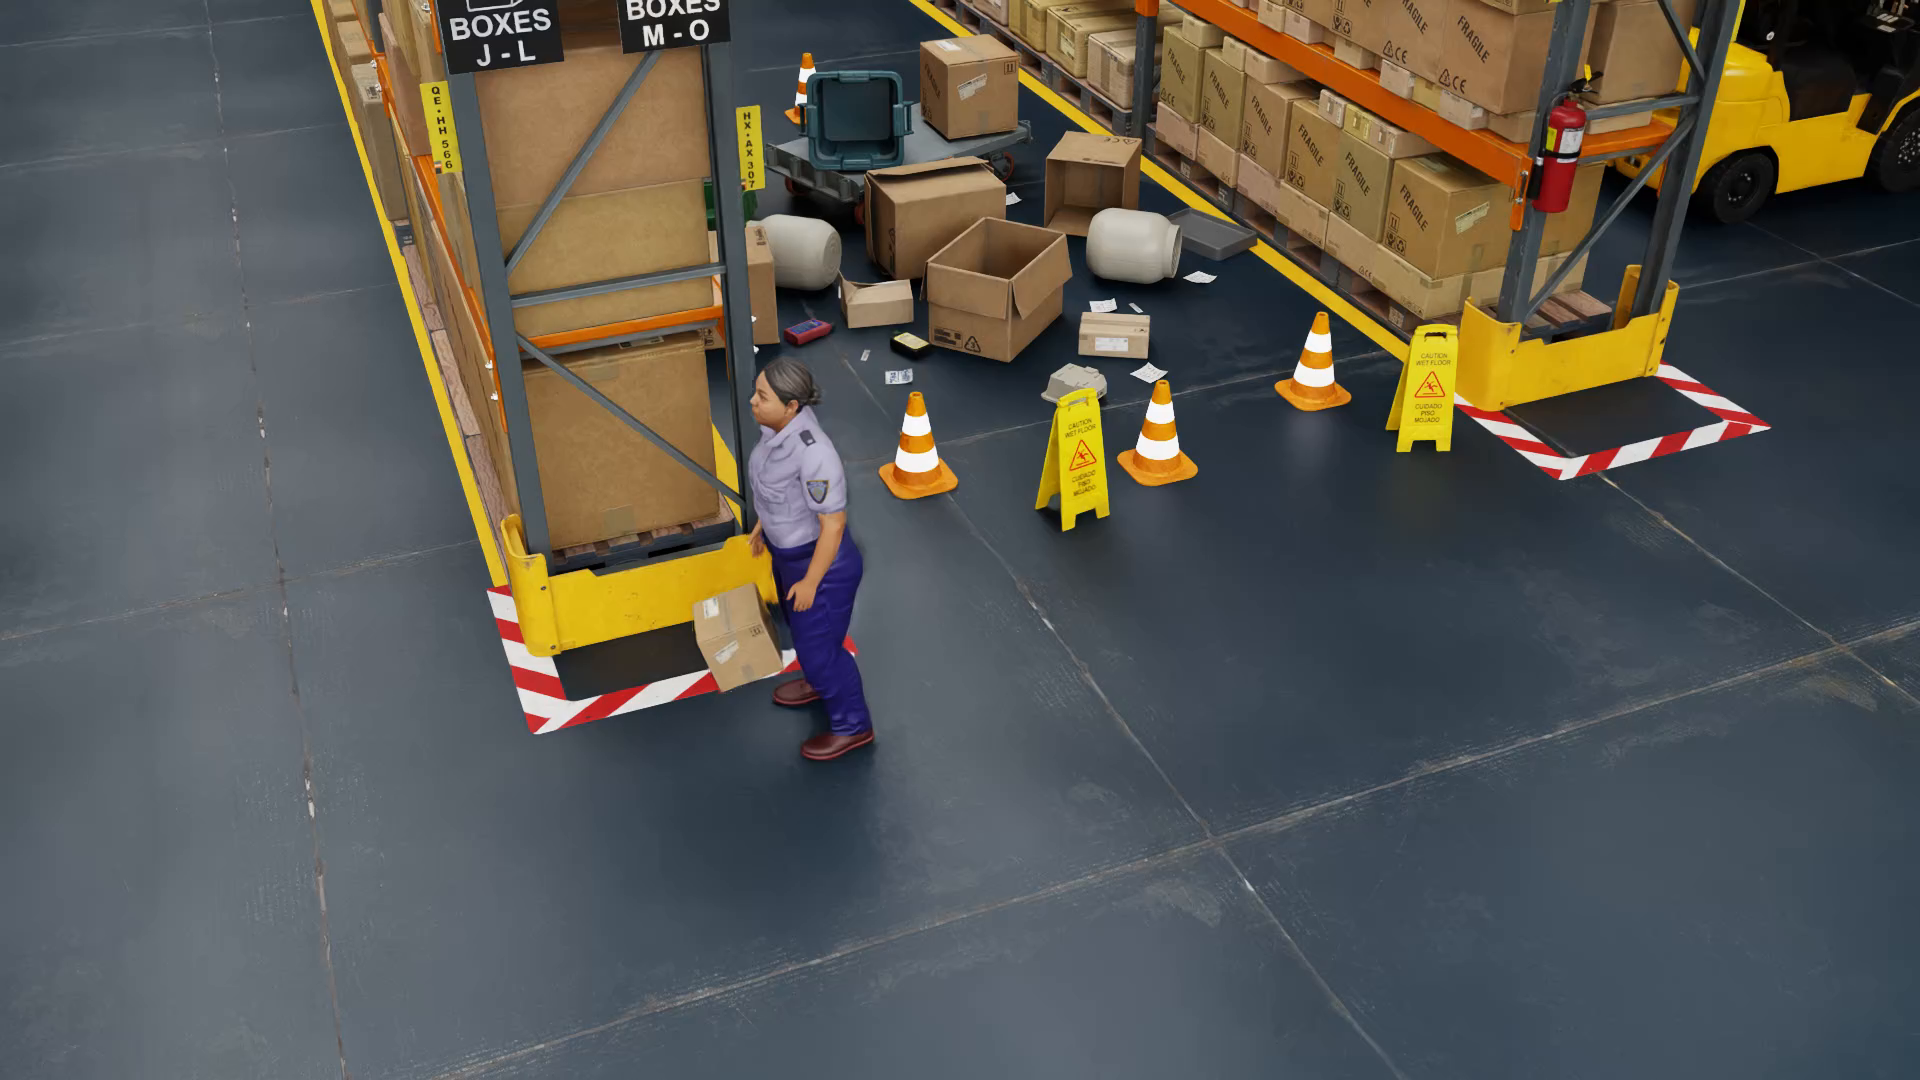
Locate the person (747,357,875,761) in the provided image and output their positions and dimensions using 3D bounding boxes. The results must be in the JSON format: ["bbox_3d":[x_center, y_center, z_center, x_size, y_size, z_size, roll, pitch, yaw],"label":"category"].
[{"bbox_3d":[-0.556,0.063,6.060,0.386,1.639,0.584,-10,35,-15],"label":"person"}]
